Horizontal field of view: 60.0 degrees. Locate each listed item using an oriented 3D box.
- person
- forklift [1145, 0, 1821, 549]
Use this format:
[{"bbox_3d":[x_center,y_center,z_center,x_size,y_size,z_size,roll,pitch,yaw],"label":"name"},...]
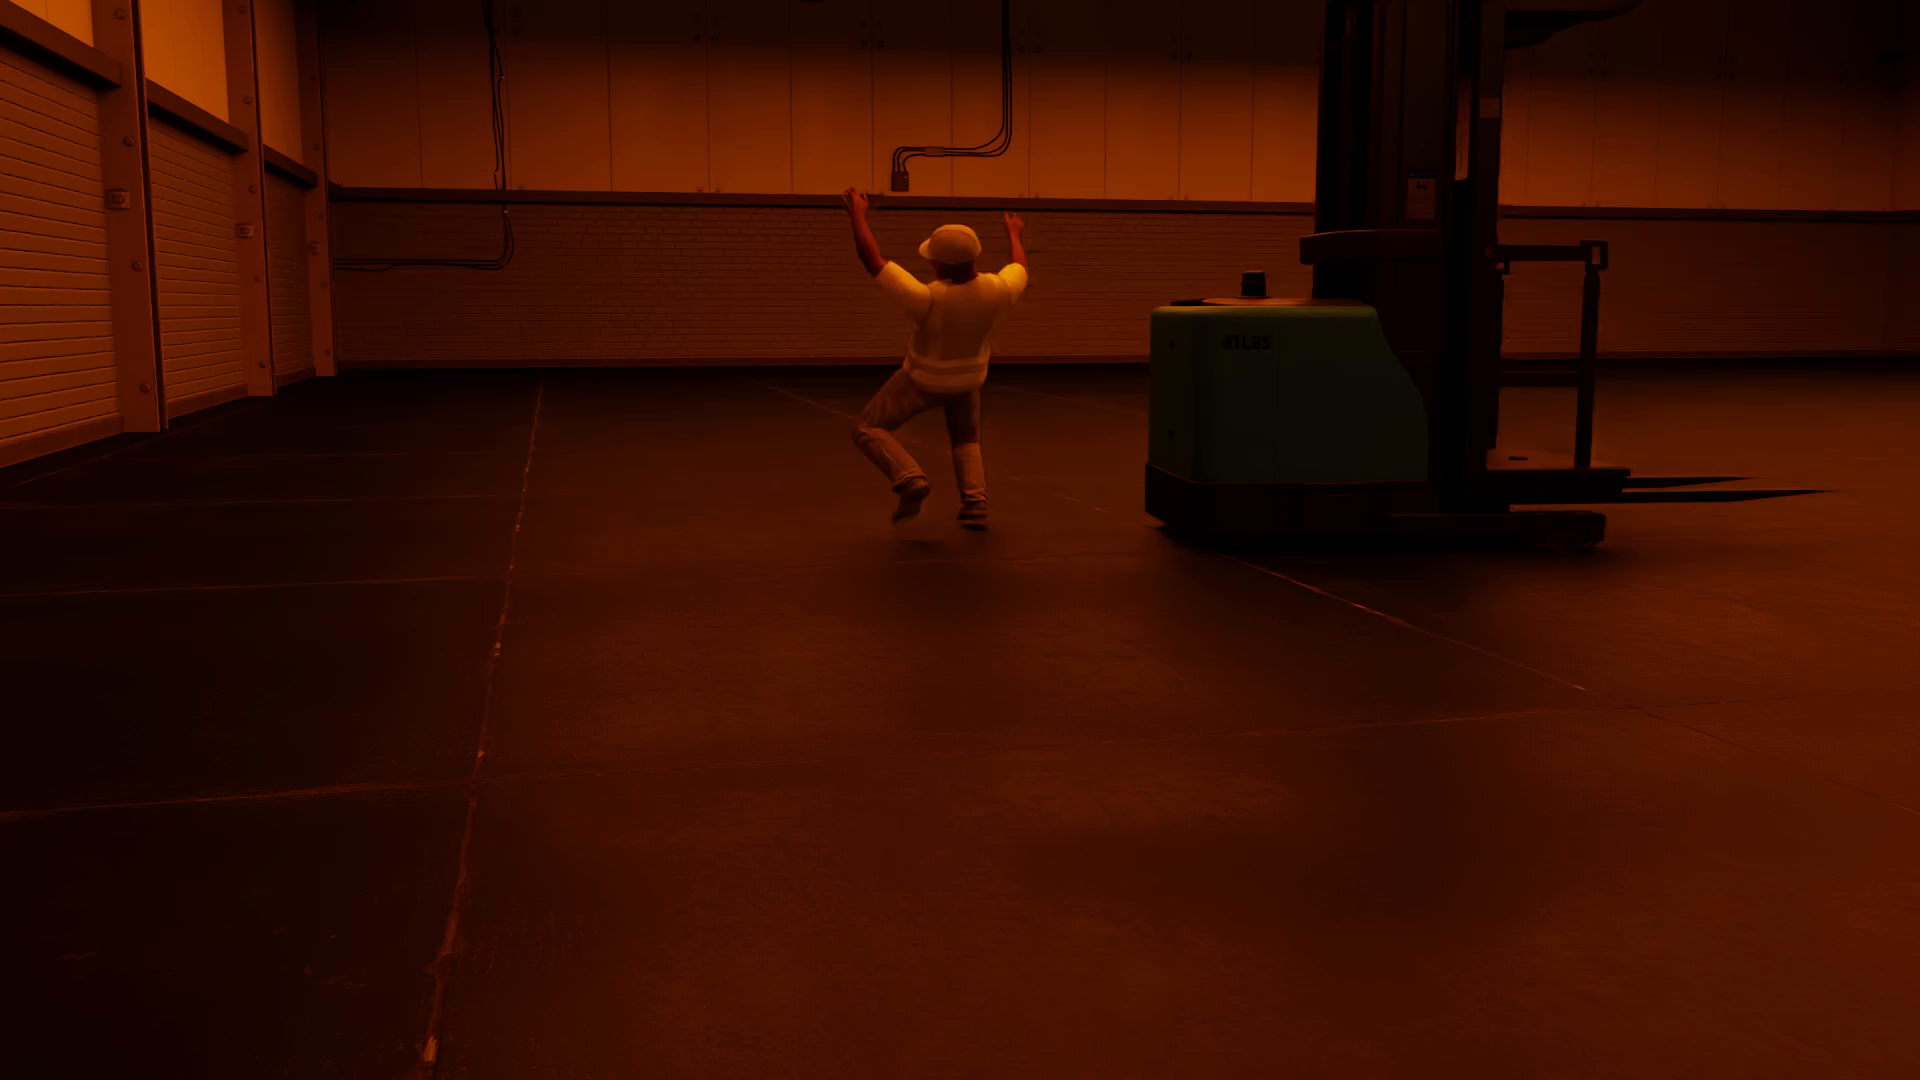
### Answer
[{"bbox_3d":[-0.025,-0.882,8.067,1.057,1.642,0.743,-4,9,-28],"label":"person"},{"bbox_3d":[2.462,-1.483,7.726,3.031,2.935,1.130,-1,8,-6],"label":"forklift"}]
